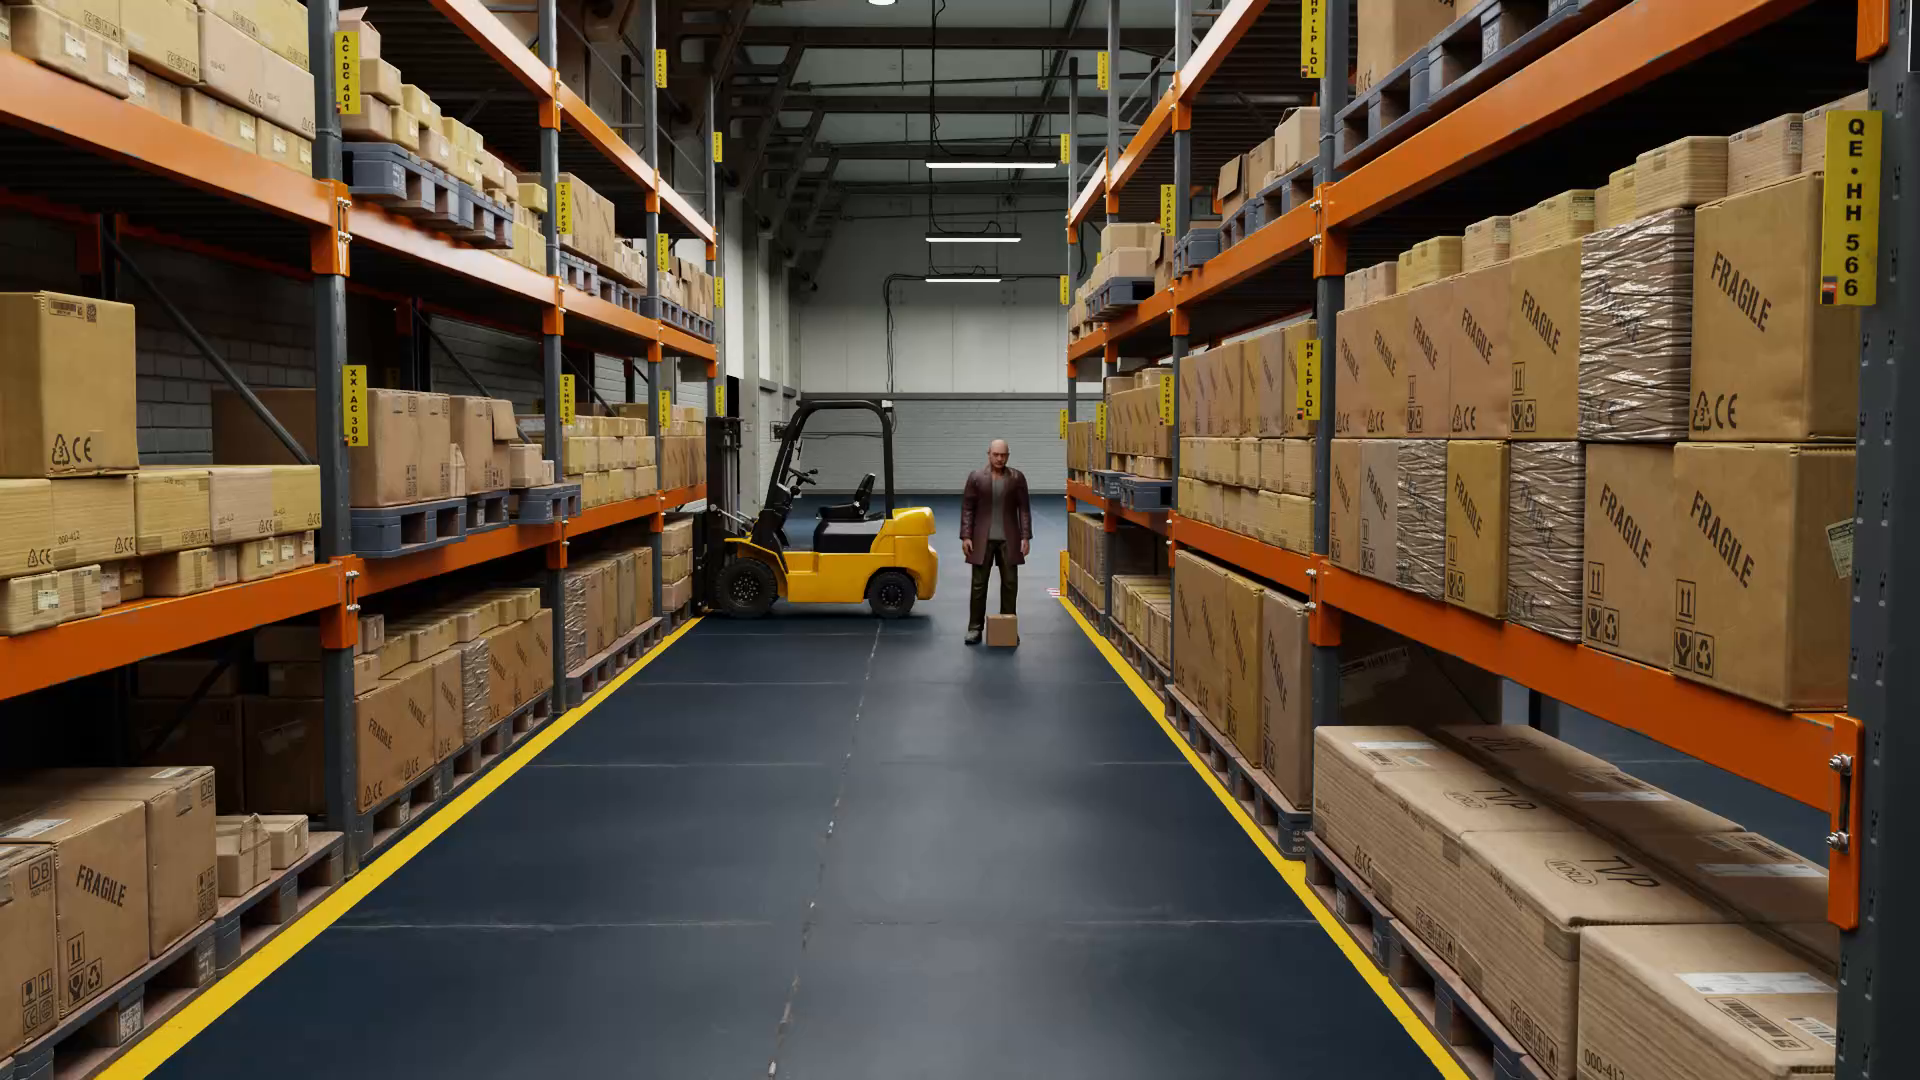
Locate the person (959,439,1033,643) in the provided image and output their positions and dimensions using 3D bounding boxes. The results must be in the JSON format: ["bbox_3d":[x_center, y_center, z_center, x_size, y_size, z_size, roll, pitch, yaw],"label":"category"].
[{"bbox_3d":[0.316,0.006,14.598,0.644,1.774,0.423,0,4,-3],"label":"person"}]
